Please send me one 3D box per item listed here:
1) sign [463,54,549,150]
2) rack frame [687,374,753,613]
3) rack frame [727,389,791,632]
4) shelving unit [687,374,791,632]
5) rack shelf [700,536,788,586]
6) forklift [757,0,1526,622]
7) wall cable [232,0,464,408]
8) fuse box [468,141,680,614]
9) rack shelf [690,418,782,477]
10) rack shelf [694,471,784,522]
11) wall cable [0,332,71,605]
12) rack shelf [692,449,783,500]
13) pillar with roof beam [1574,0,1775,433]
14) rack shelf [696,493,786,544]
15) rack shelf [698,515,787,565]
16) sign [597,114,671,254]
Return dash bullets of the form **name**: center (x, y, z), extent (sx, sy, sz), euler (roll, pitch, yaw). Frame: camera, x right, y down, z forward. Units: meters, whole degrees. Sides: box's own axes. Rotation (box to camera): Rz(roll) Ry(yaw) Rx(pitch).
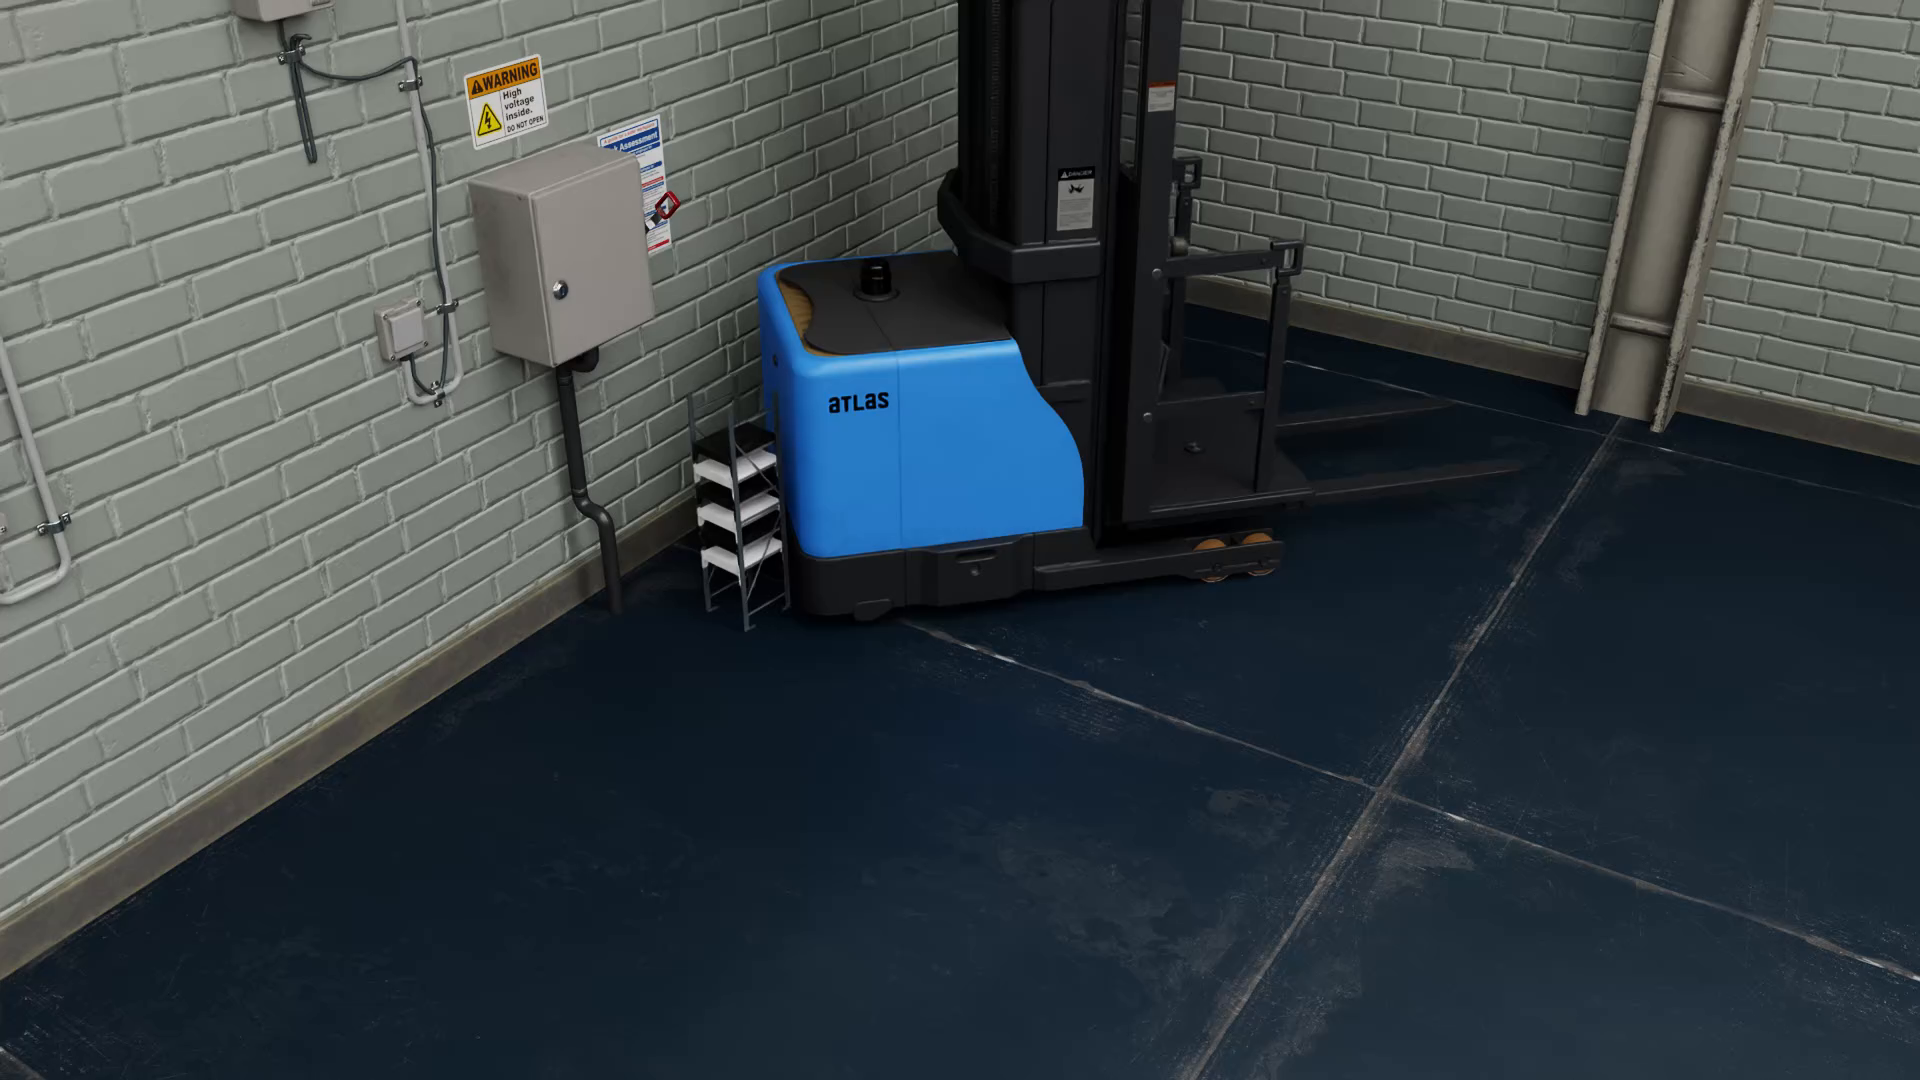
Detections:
- **sign**: center (-1.467, -1.422, 5.392), extent (0.001, 0.242, 0.339), euler (18, 35, 27)
- **rack frame**: center (-0.879, -0.161, 6.133), extent (0.006, 0.900, 0.240), euler (23, 37, 33)
- **rack frame**: center (-0.722, -0.096, 6.021), extent (0.006, 0.900, 0.240), euler (23, 37, 33)
- **shelving unit**: center (-0.801, -0.129, 6.077), extent (0.210, 0.900, 0.258), euler (23, 37, 33)
- **rack shelf**: center (-0.801, 0.056, 6.185), extent (0.200, 0.077, 0.258), euler (23, 37, 33)
- **forklift**: center (0.776, -1.352, 6.158), extent (3.031, 2.935, 1.130), euler (-7, 31, -12)
- **wall cable**: center (-1.759, -1.223, 4.862), extent (0.122, 1.984, 0.588), euler (18, 35, 27)
- **fuse box**: center (-1.262, -0.477, 5.870), extent (0.414, 1.711, 0.539), euler (18, 35, 27)
- **rack shelf**: center (-0.801, -0.333, 5.958), extent (0.200, 0.077, 0.258), euler (23, 37, 33)
- **rack shelf**: center (-0.801, -0.178, 6.049), extent (0.200, 0.077, 0.258), euler (23, 37, 33)
- **wall cable**: center (-2.503, -0.629, 3.811), extent (0.123, 1.953, 0.585), euler (18, 35, 27)
- **rack shelf**: center (-0.801, -0.255, 6.003), extent (0.200, 0.077, 0.258), euler (23, 37, 33)
- **pillar with roof beam**: center (0.828, -2.656, 2.373), extent (0.400, 9.000, 9.100), euler (18, 35, 27)
- **rack shelf**: center (-0.801, -0.100, 6.094), extent (0.200, 0.077, 0.258), euler (23, 37, 33)
- **rack shelf**: center (-0.801, -0.022, 6.140), extent (0.200, 0.077, 0.258), euler (23, 37, 33)
- **sign**: center (-1.175, -1.259, 6.026), extent (0.001, 0.494, 0.329), euler (18, 35, 27)
